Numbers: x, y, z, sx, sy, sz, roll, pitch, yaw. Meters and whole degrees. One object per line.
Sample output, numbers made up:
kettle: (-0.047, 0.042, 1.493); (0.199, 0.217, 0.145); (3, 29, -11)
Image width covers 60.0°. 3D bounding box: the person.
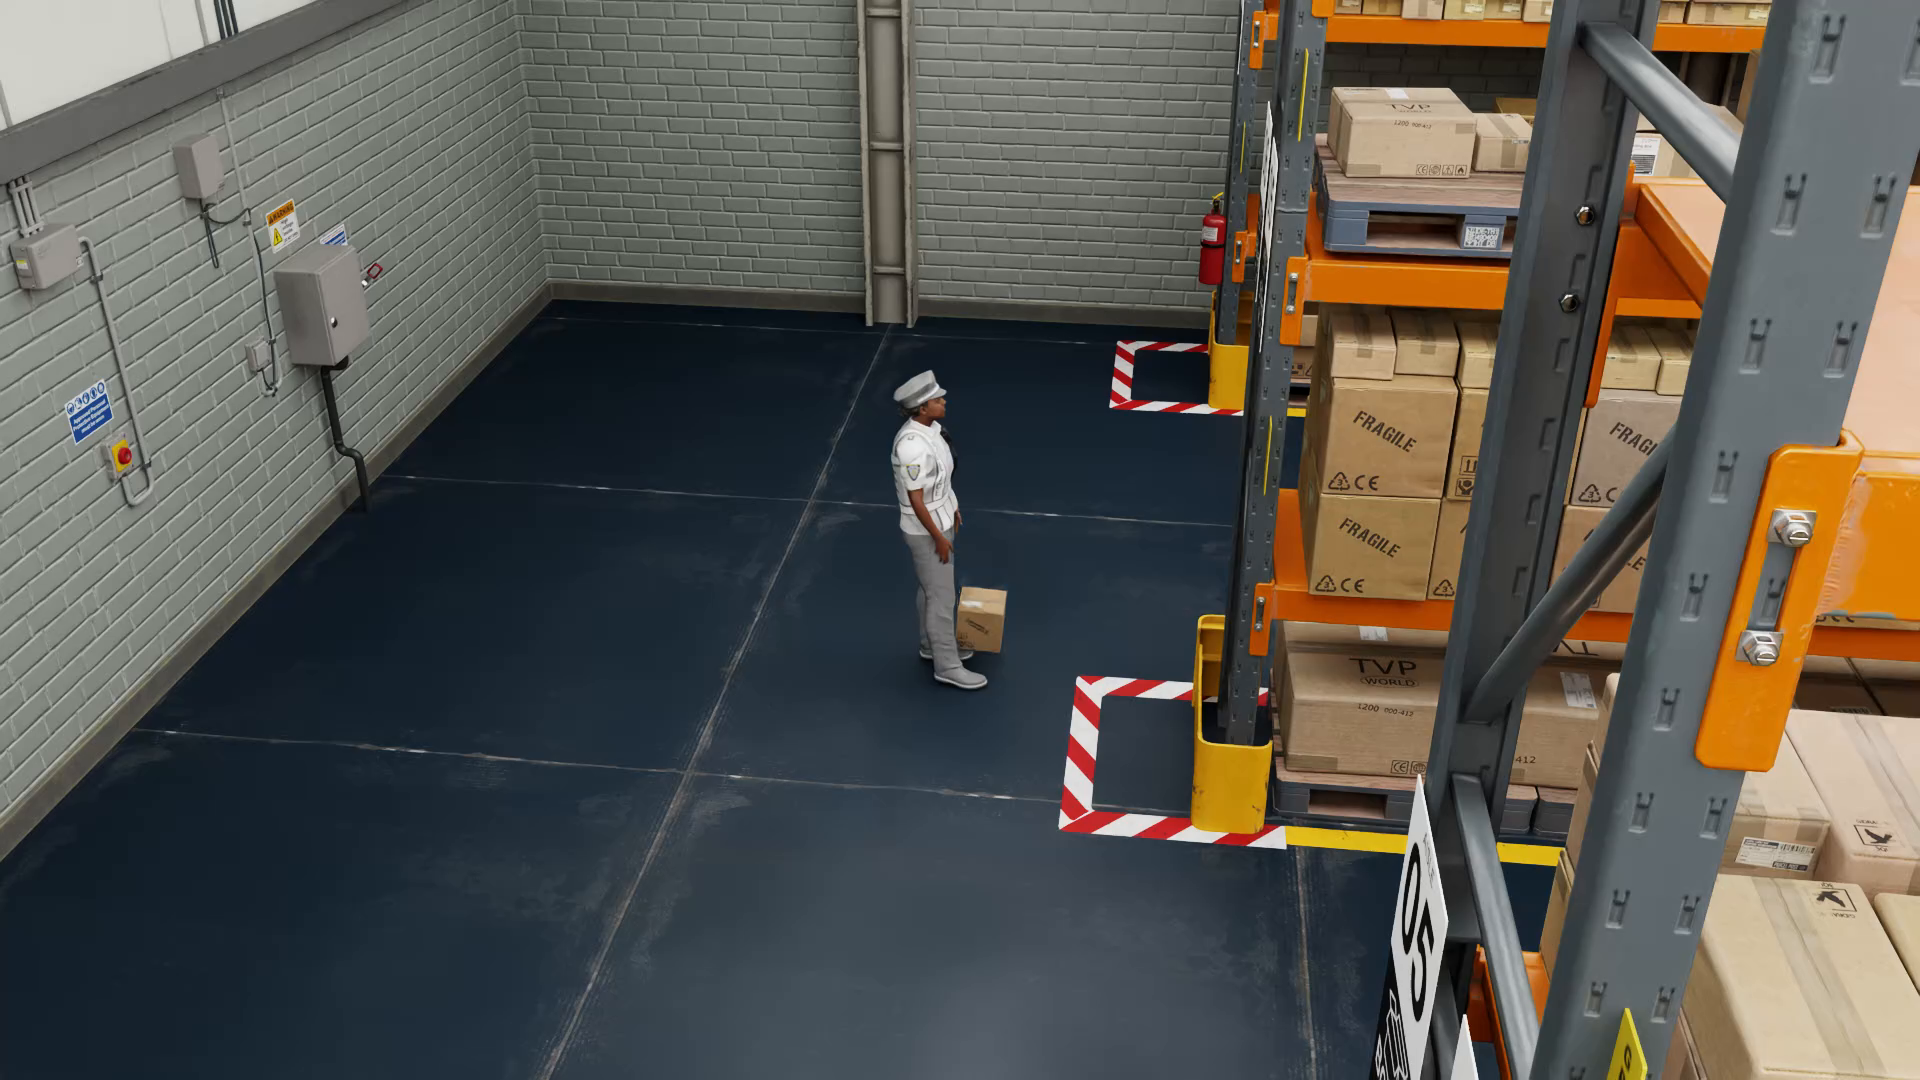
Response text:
person: (-0.089, -0.077, 8.812); (0.530, 1.697, 0.558); (3, 29, 6)
